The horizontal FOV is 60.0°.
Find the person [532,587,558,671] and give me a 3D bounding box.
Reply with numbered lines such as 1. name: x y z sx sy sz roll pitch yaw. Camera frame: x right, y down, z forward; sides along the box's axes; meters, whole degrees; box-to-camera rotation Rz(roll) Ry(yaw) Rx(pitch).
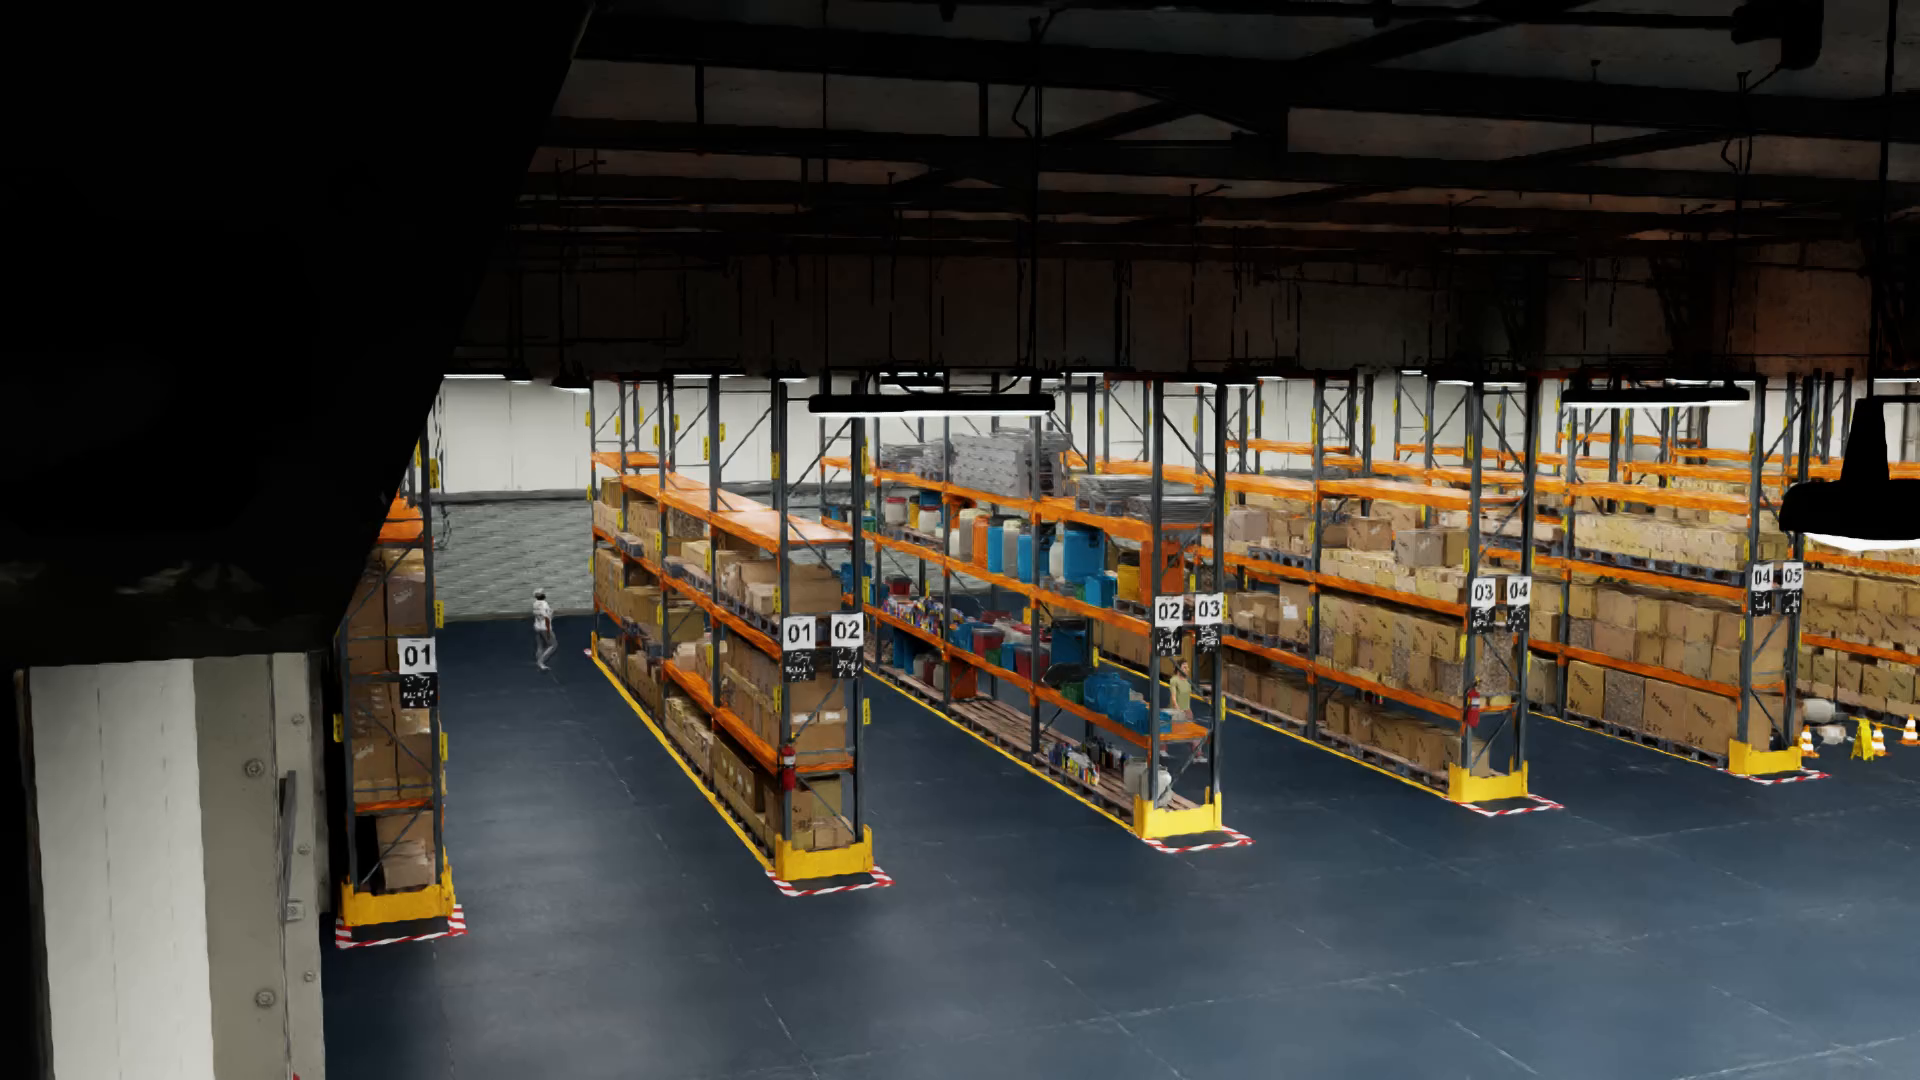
1. person: -8.343 1.796 33.222 0.501 1.674 0.422 6 8 41

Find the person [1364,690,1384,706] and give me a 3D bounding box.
1. person: 7.299 2.184 29.067 0.605 1.789 0.451 5 8 40

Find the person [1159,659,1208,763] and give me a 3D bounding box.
1. person: 3.428 2.643 25.862 0.446 1.591 1.016 -3 7 -28
